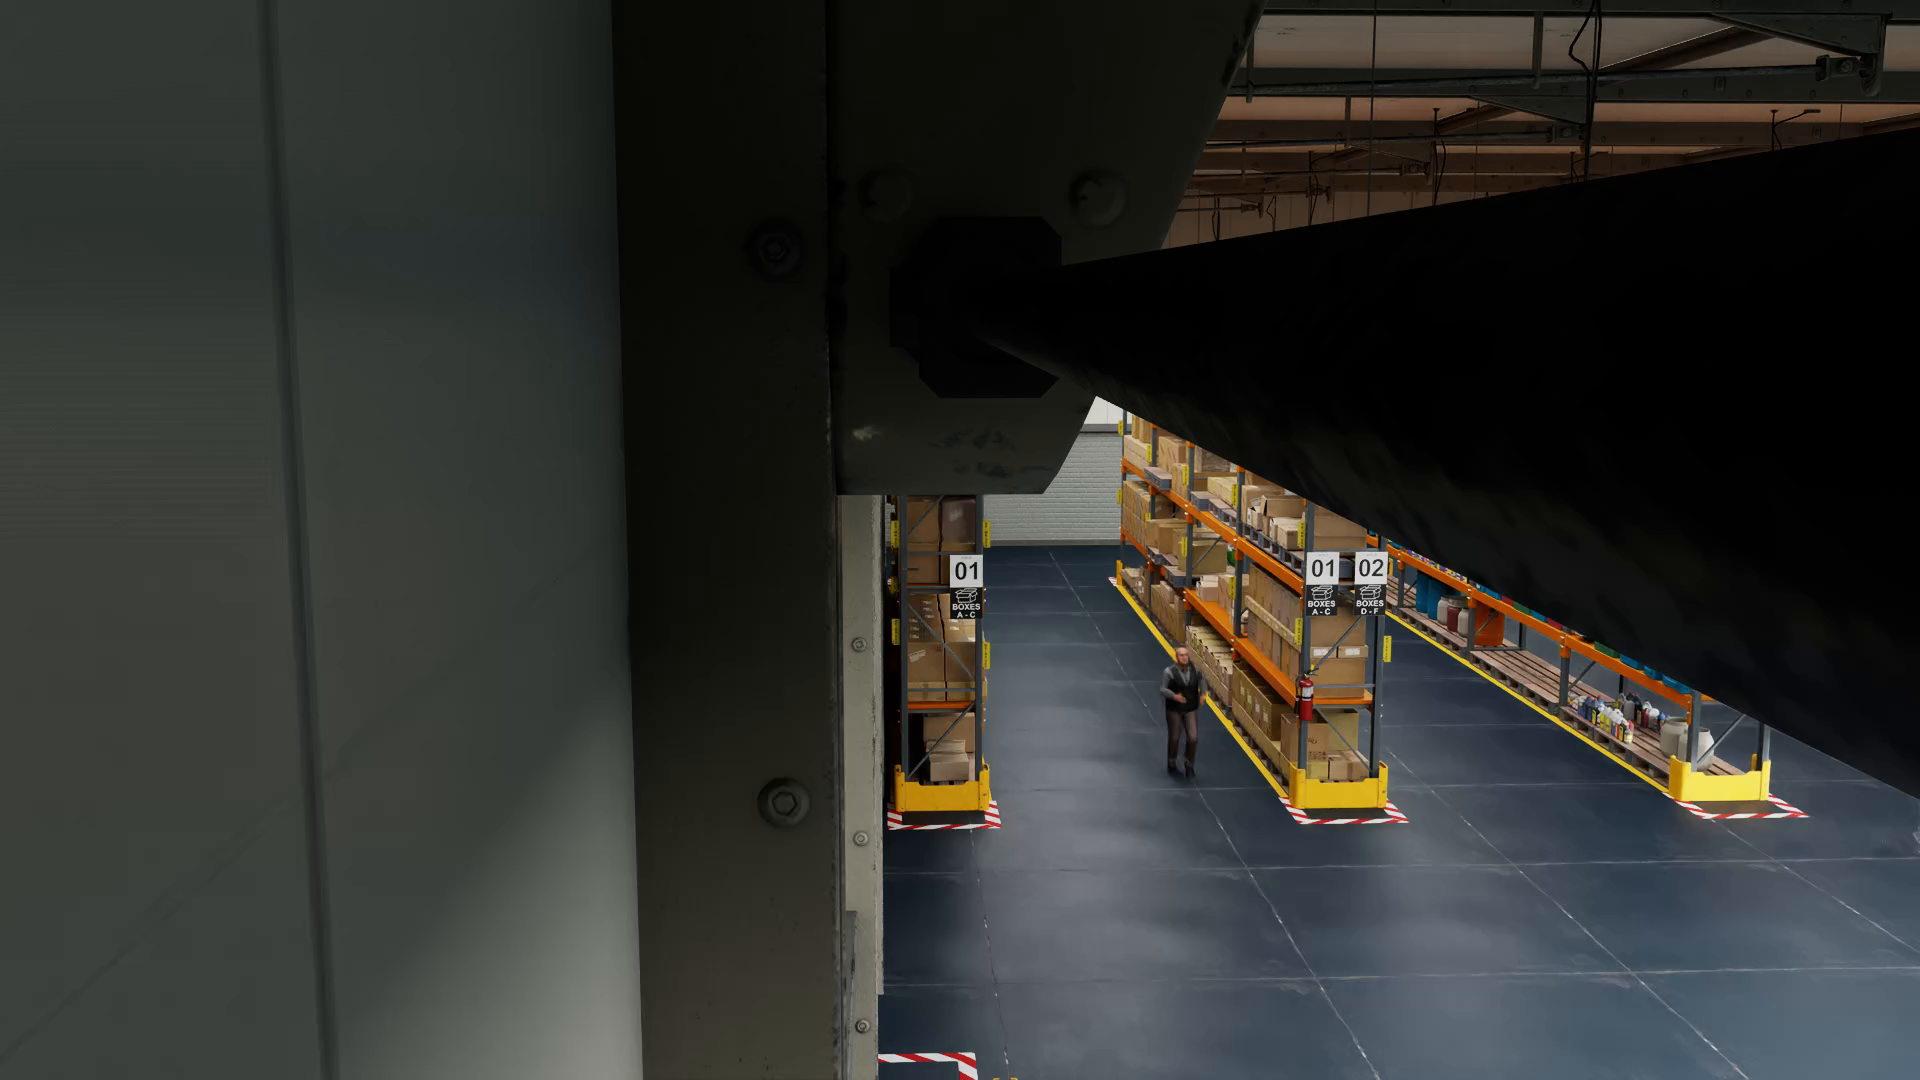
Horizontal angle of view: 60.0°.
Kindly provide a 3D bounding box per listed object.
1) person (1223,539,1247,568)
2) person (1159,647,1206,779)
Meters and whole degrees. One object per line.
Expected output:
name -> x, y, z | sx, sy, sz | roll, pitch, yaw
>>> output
person -> 5.875, 0.178, 35.970 | 0.698, 1.720, 0.537 | -3, 9, -18
person -> 2.936, 2.286, 21.883 | 0.671, 1.783, 0.733 | -1, 8, -6
